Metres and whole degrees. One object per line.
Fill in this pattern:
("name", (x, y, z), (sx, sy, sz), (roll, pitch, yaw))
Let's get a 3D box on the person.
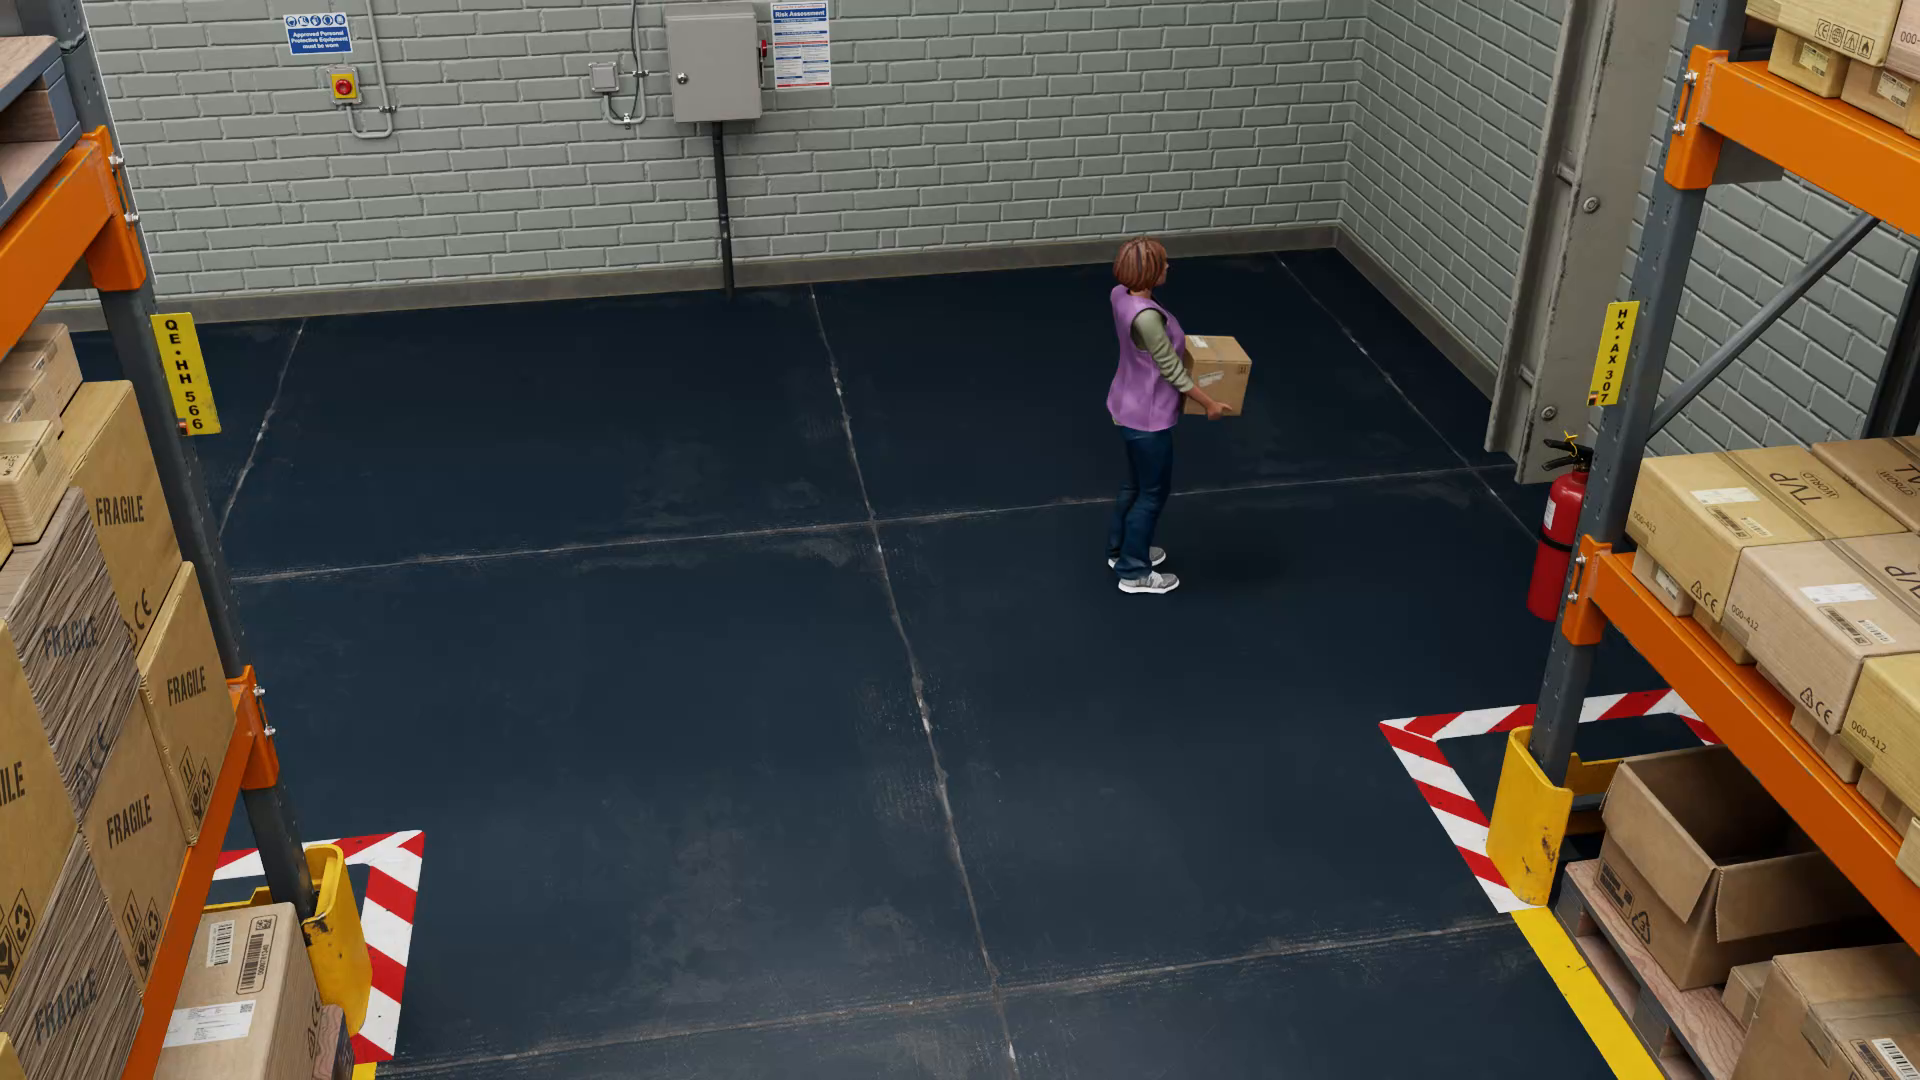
("person", (0.864, -0.527, 7.022), (0.498, 1.589, 0.405), (-5, 31, -8))
